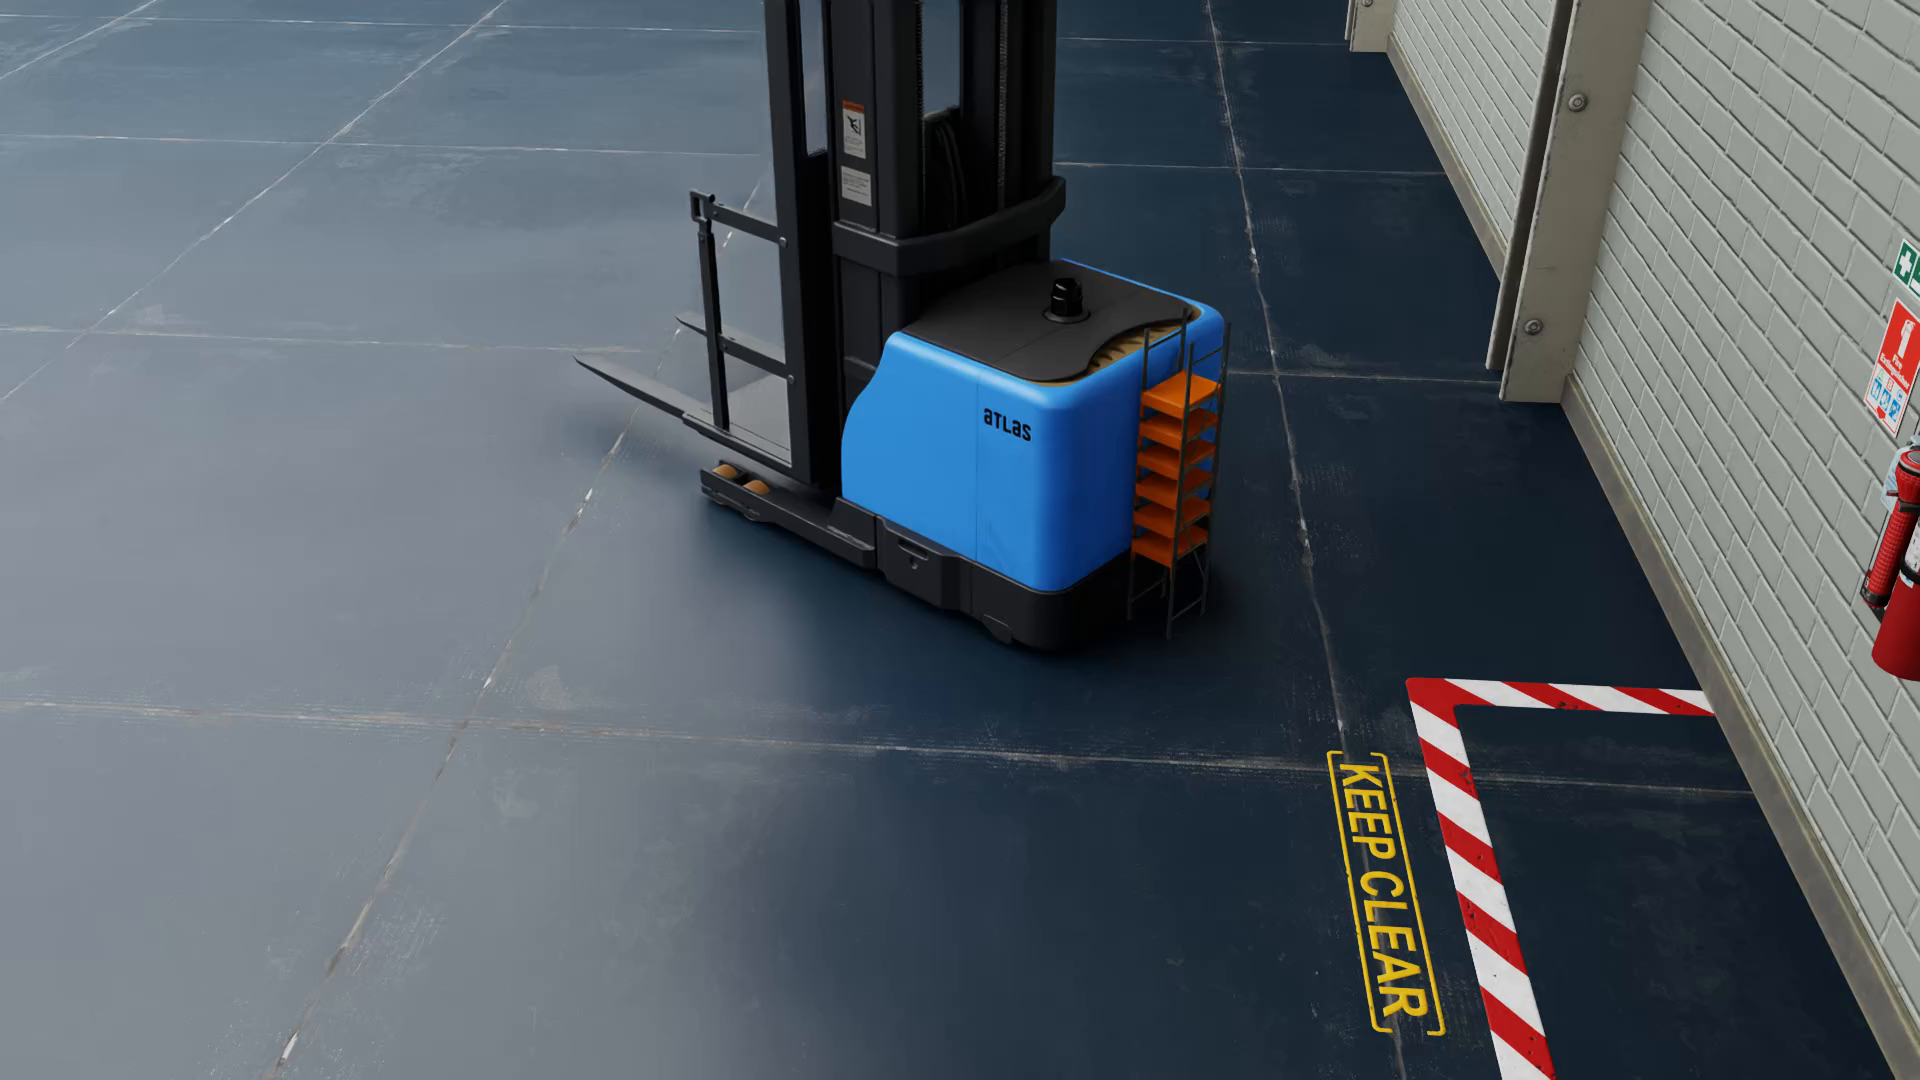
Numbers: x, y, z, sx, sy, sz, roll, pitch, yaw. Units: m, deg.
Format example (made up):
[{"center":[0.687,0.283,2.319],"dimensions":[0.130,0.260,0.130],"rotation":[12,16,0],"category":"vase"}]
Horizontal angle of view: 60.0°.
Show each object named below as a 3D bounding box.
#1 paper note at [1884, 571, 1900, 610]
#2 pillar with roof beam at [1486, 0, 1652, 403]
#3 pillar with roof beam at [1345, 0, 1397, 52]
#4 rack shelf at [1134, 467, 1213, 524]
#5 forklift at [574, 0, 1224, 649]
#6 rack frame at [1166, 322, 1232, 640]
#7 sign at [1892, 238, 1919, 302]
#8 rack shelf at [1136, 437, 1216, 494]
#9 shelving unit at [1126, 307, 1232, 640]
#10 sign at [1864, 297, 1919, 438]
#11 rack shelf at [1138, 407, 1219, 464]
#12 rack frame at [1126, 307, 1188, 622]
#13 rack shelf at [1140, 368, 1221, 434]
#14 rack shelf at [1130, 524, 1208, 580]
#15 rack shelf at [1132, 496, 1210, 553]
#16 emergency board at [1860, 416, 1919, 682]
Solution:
[{"center":[2.546,0.104,4.562],"dimensions":[0.016,0.148,0.142],"rotation":[2,32,4],"category":"paper note"},{"center":[-1.579,-4.766,5.907],"dimensions":[9.100,9.000,0.400],"rotation":[2,32,4],"category":"pillar with roof beam"},{"center":[-1.090,-7.904,10.998],"dimensions":[9.100,9.000,0.400],"rotation":[2,32,4],"category":"pillar with roof beam"},{"center":[0.776,-0.180,5.984],"dimensions":[0.180,0.103,0.258],"rotation":[25,40,35],"category":"rack shelf"},{"center":[-0.447,-1.507,6.402],"dimensions":[3.031,2.935,1.130],"rotation":[25,40,35],"category":"forklift"},{"center":[0.844,-0.186,5.908],"dimensions":[0.006,1.200,0.240],"rotation":[25,40,35],"category":"rack frame"},{"center":[2.601,-0.705,4.496],"dimensions":[0.001,0.109,0.331],"rotation":[2,32,4],"category":"sign"},{"center":[0.776,-0.283,5.921],"dimensions":[0.180,0.103,0.258],"rotation":[25,40,35],"category":"rack shelf"},{"center":[0.776,-0.218,5.961],"dimensions":[0.189,1.200,0.258],"rotation":[25,40,35],"category":"shelving unit"},{"center":[2.610,-0.481,4.638],"dimensions":[0.001,0.329,0.234],"rotation":[2,32,4],"category":"sign"},{"center":[0.776,-0.385,5.858],"dimensions":[0.180,0.103,0.258],"rotation":[25,40,35],"category":"rack shelf"},{"center":[0.708,-0.251,6.013],"dimensions":[0.006,1.200,0.240],"rotation":[25,40,35],"category":"rack frame"},{"center":[0.776,-0.487,5.795],"dimensions":[0.180,0.103,0.258],"rotation":[25,40,35],"category":"rack shelf"},{"center":[0.776,0.024,6.110],"dimensions":[0.180,0.103,0.258],"rotation":[25,40,35],"category":"rack shelf"},{"center":[0.776,-0.078,6.047],"dimensions":[0.180,0.103,0.258],"rotation":[25,40,35],"category":"rack shelf"},{"center":[2.463,-0.182,4.186],"dimensions":[0.194,1.169,0.643],"rotation":[2,32,4],"category":"emergency board"}]
